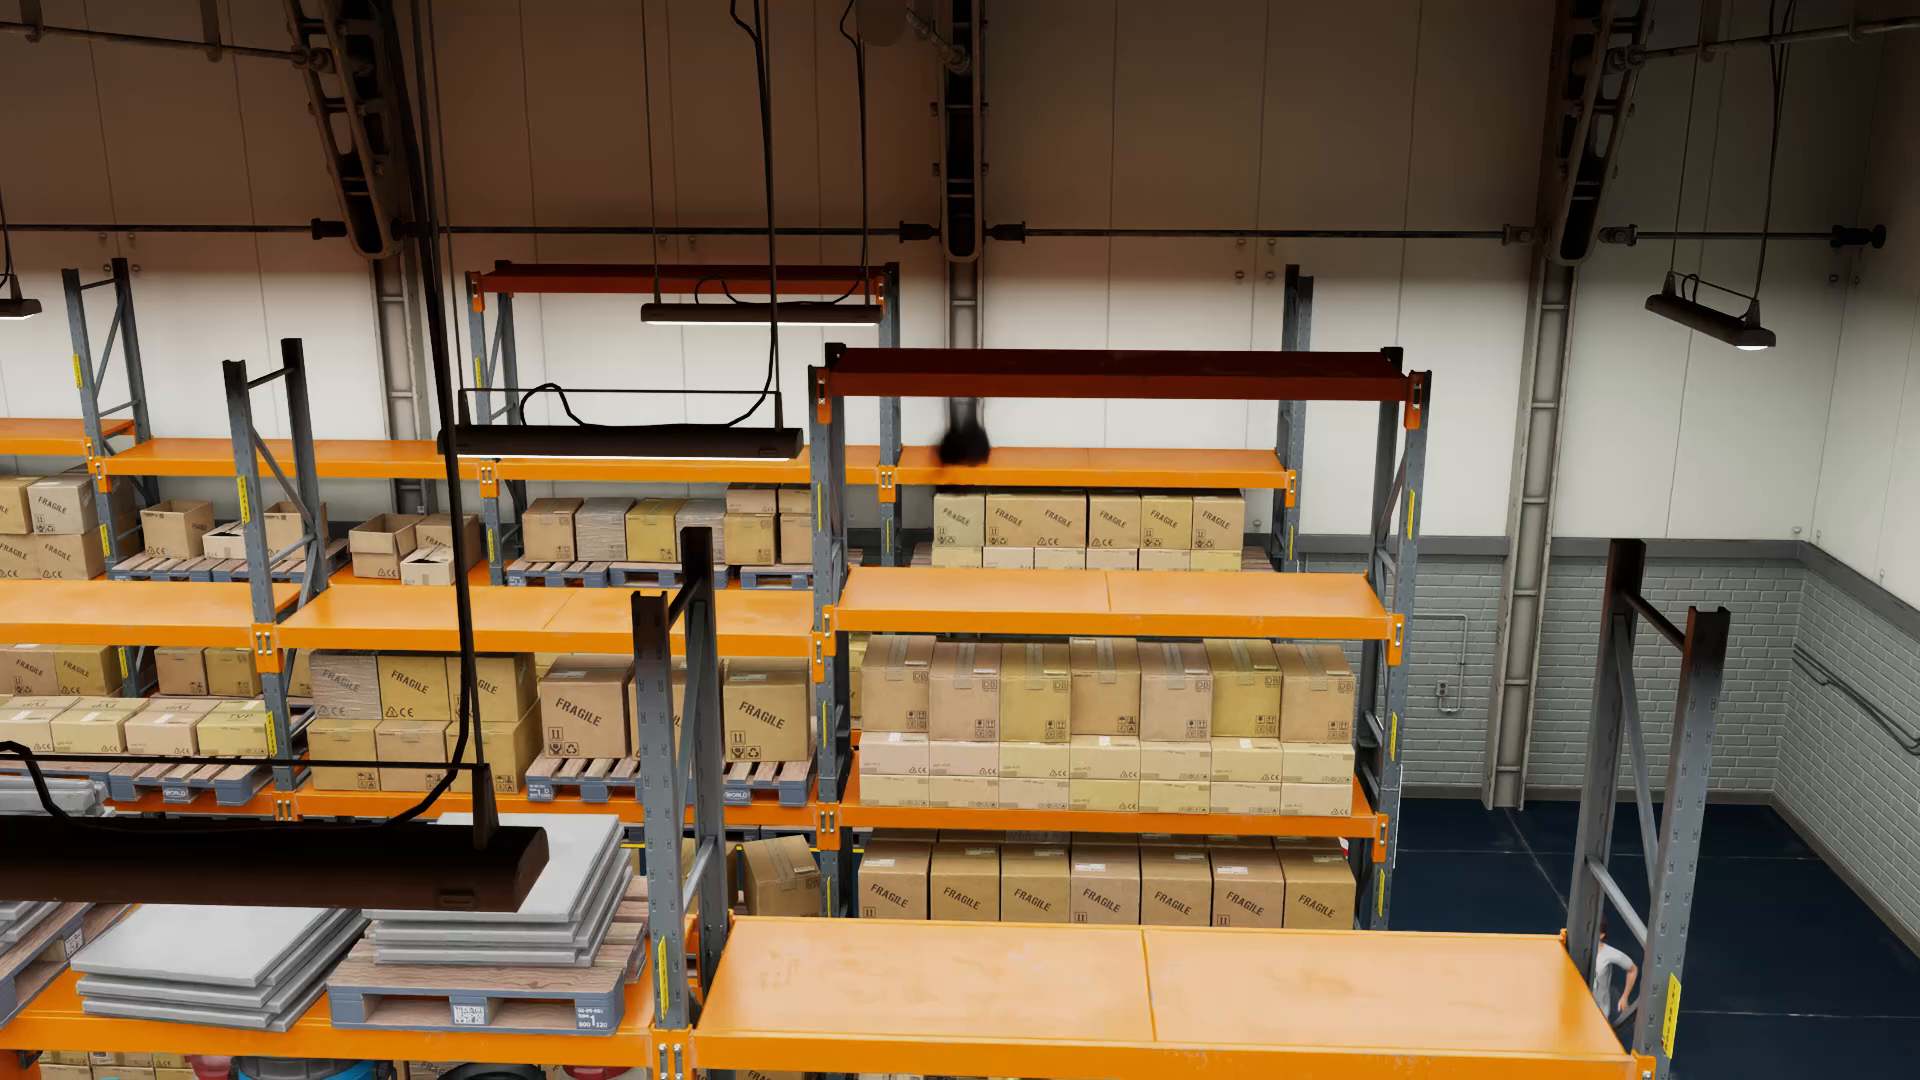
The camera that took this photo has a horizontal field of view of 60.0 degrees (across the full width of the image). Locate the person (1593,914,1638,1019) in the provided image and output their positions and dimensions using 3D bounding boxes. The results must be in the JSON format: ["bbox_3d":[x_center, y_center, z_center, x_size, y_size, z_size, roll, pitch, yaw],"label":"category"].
[{"bbox_3d":[4.891,3.666,12.945,0.556,1.718,0.852,16,22,43],"label":"person"}]
